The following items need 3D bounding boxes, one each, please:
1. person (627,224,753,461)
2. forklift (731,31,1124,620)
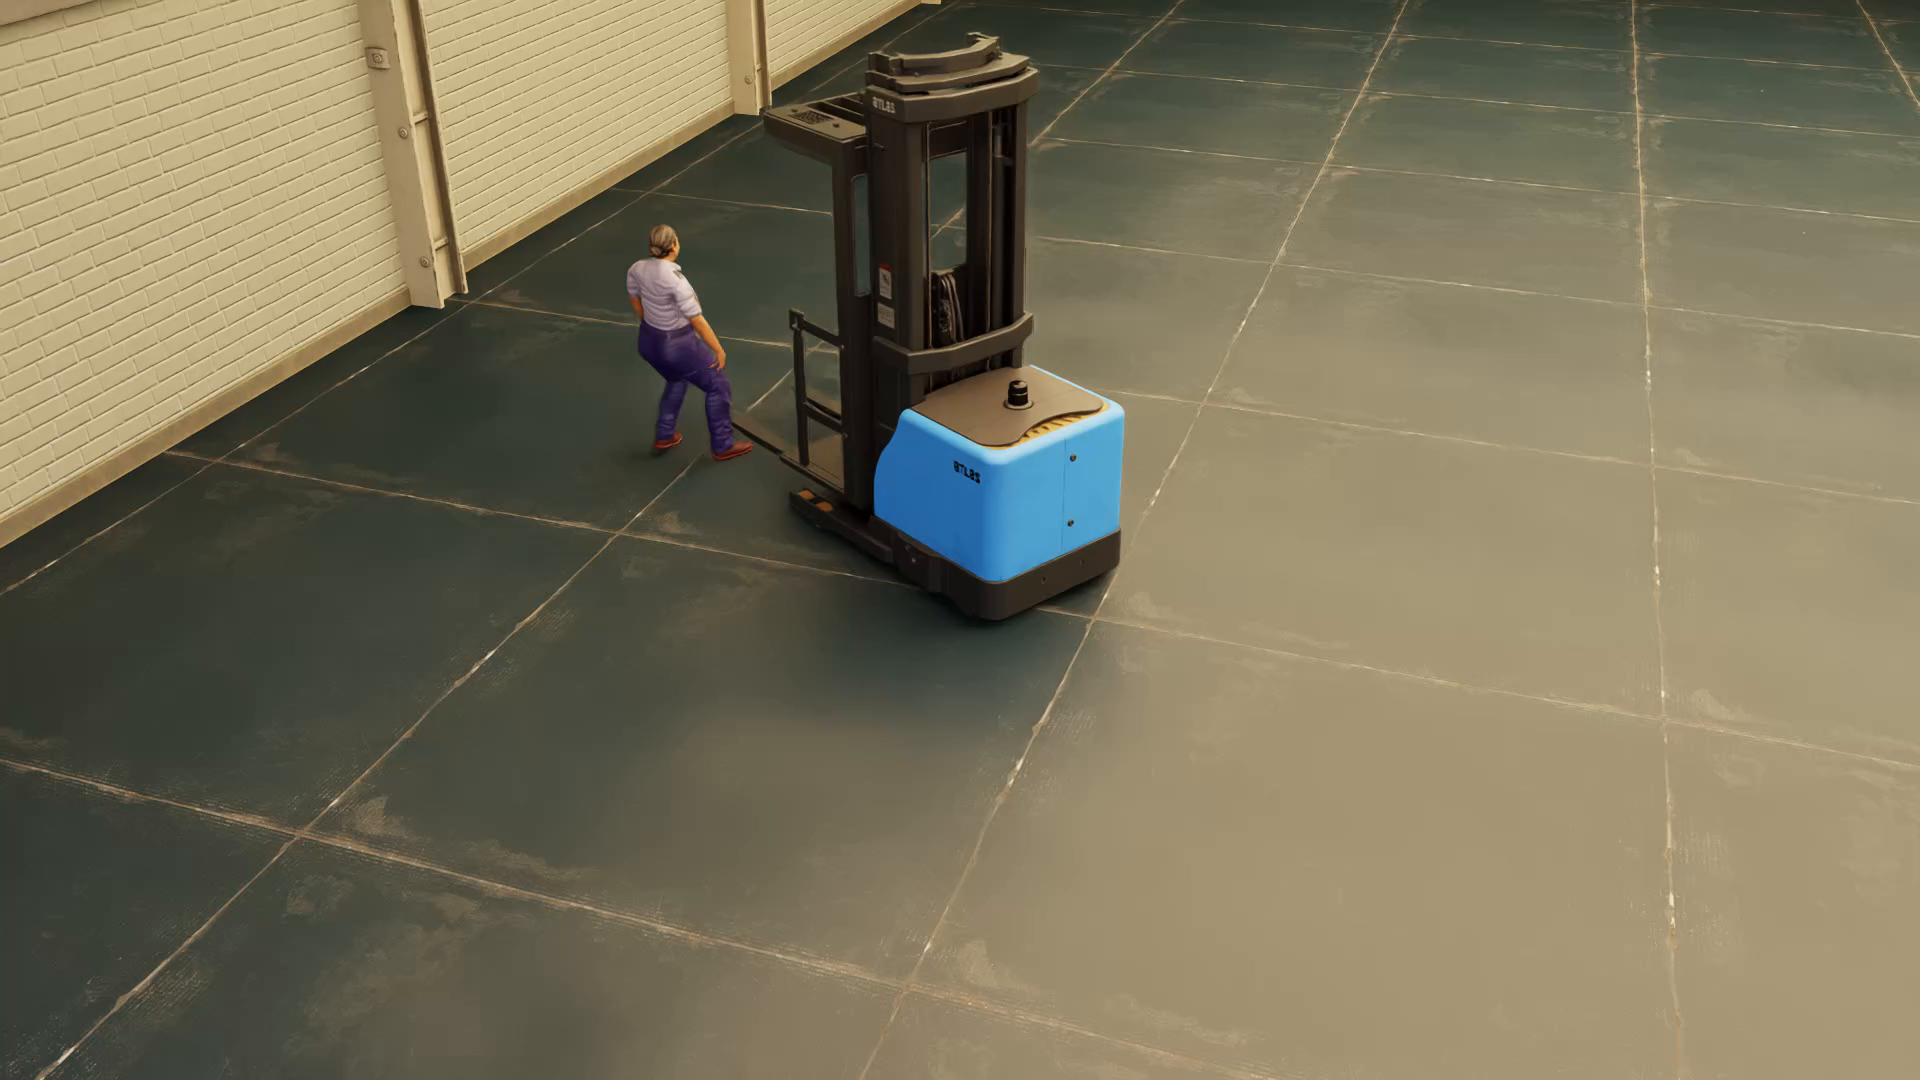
[{"bbox_3d":[-1.769,-1.301,10.764,0.663,1.599,0.529,22,36,33],"label":"person"},{"bbox_3d":[-0.406,-1.485,9.741,1.130,2.935,3.031,-23,37,-34],"label":"forklift"}]
